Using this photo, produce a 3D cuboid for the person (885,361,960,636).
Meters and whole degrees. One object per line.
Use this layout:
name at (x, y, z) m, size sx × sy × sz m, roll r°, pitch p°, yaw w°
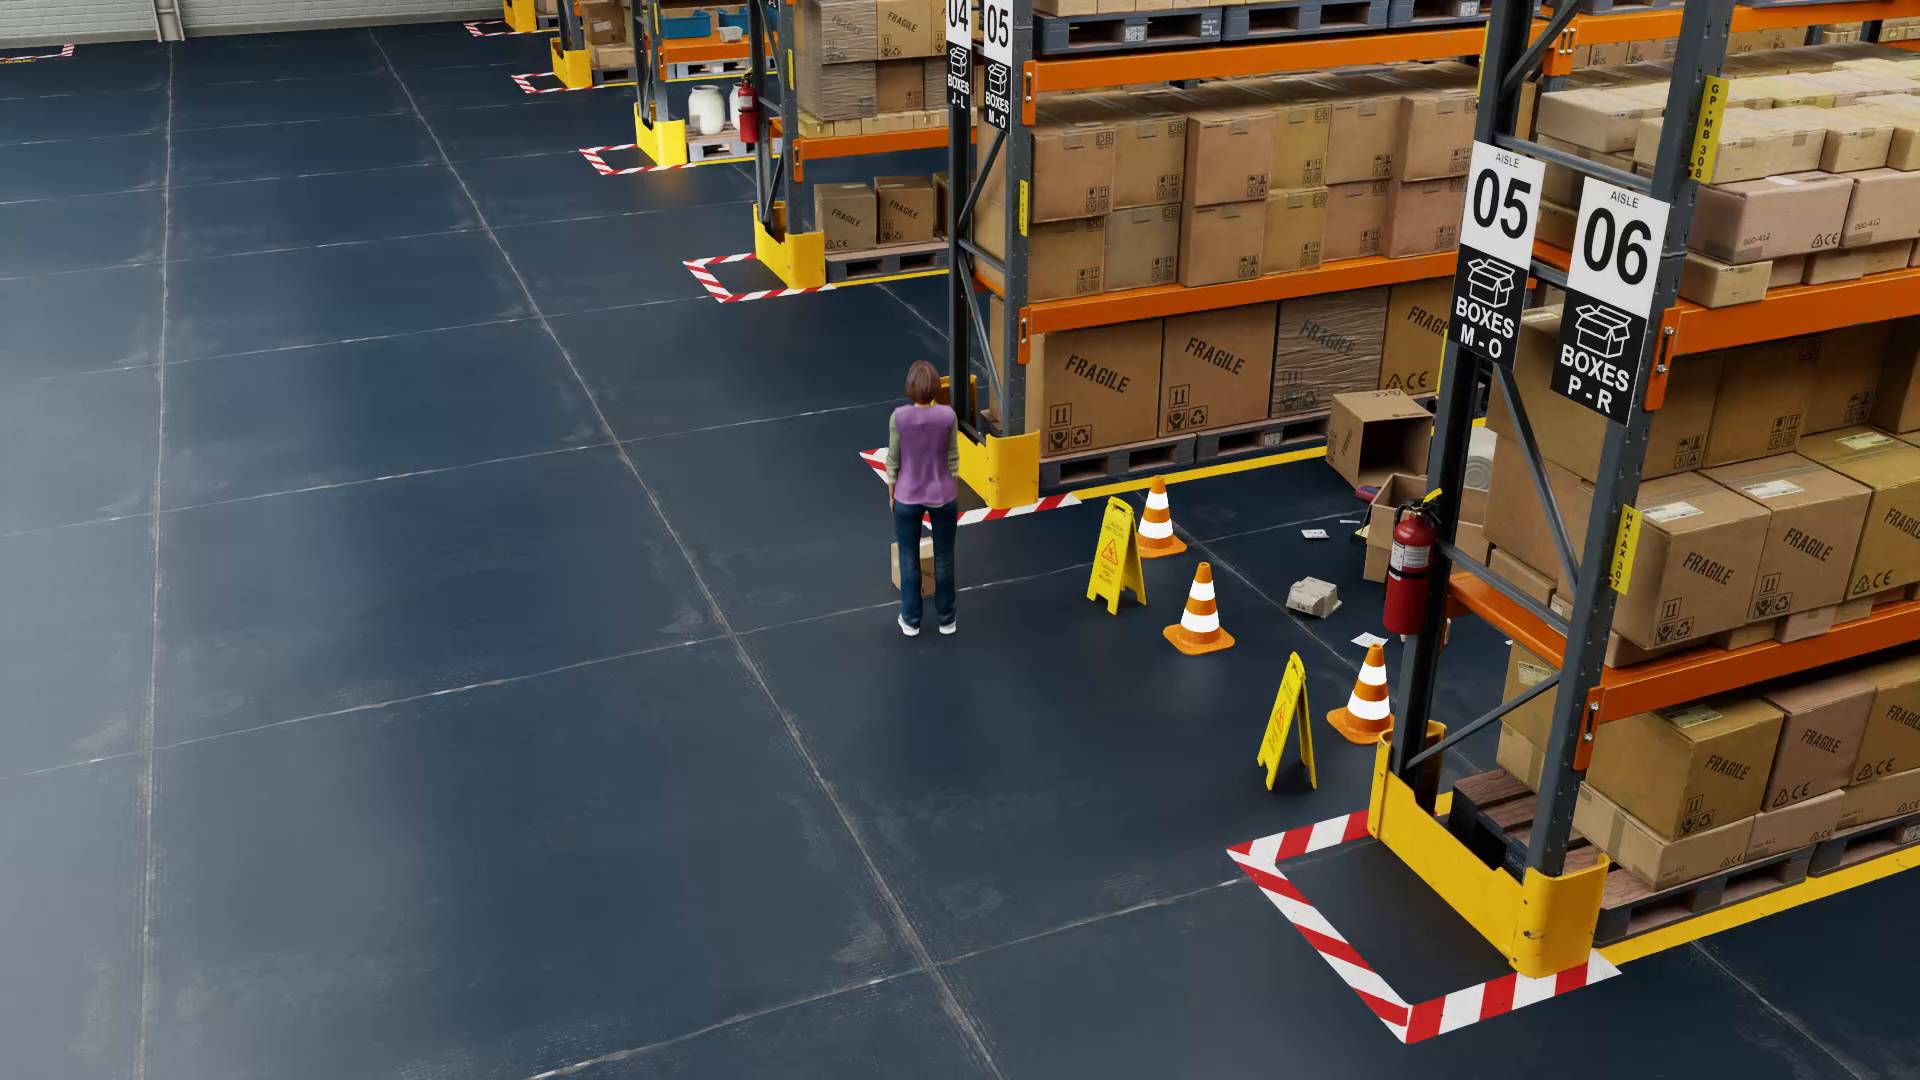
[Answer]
person at (-0.203, -0.222, 9.078) m, size 0.404 × 1.598 × 0.307 m, roll -2°, pitch 26°, yaw -4°
